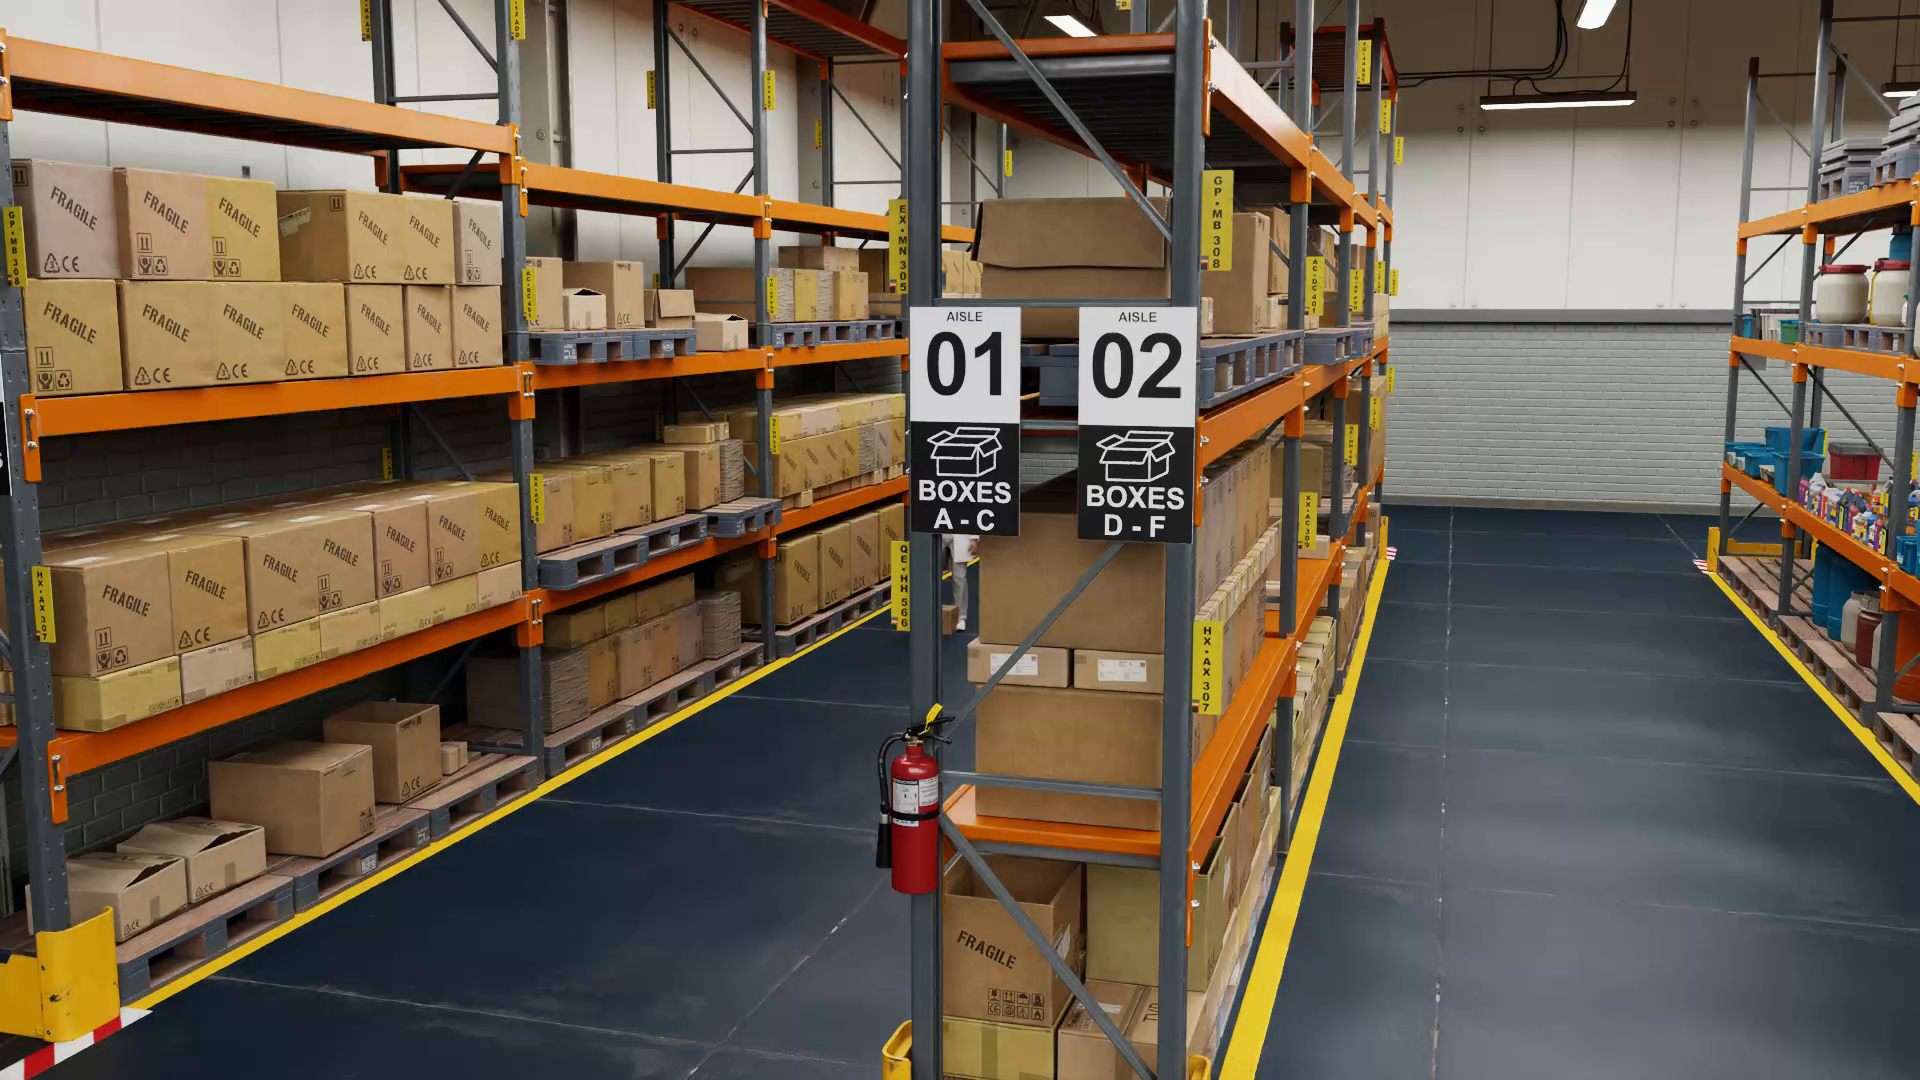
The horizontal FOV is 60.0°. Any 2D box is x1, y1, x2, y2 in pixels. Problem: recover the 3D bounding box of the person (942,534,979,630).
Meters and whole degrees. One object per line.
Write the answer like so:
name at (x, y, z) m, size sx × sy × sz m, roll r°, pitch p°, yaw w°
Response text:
person at (-0.104, -0.005, 16.421) m, size 0.645 × 1.772 × 0.429 m, roll 2°, pitch 8°, yaw 13°
